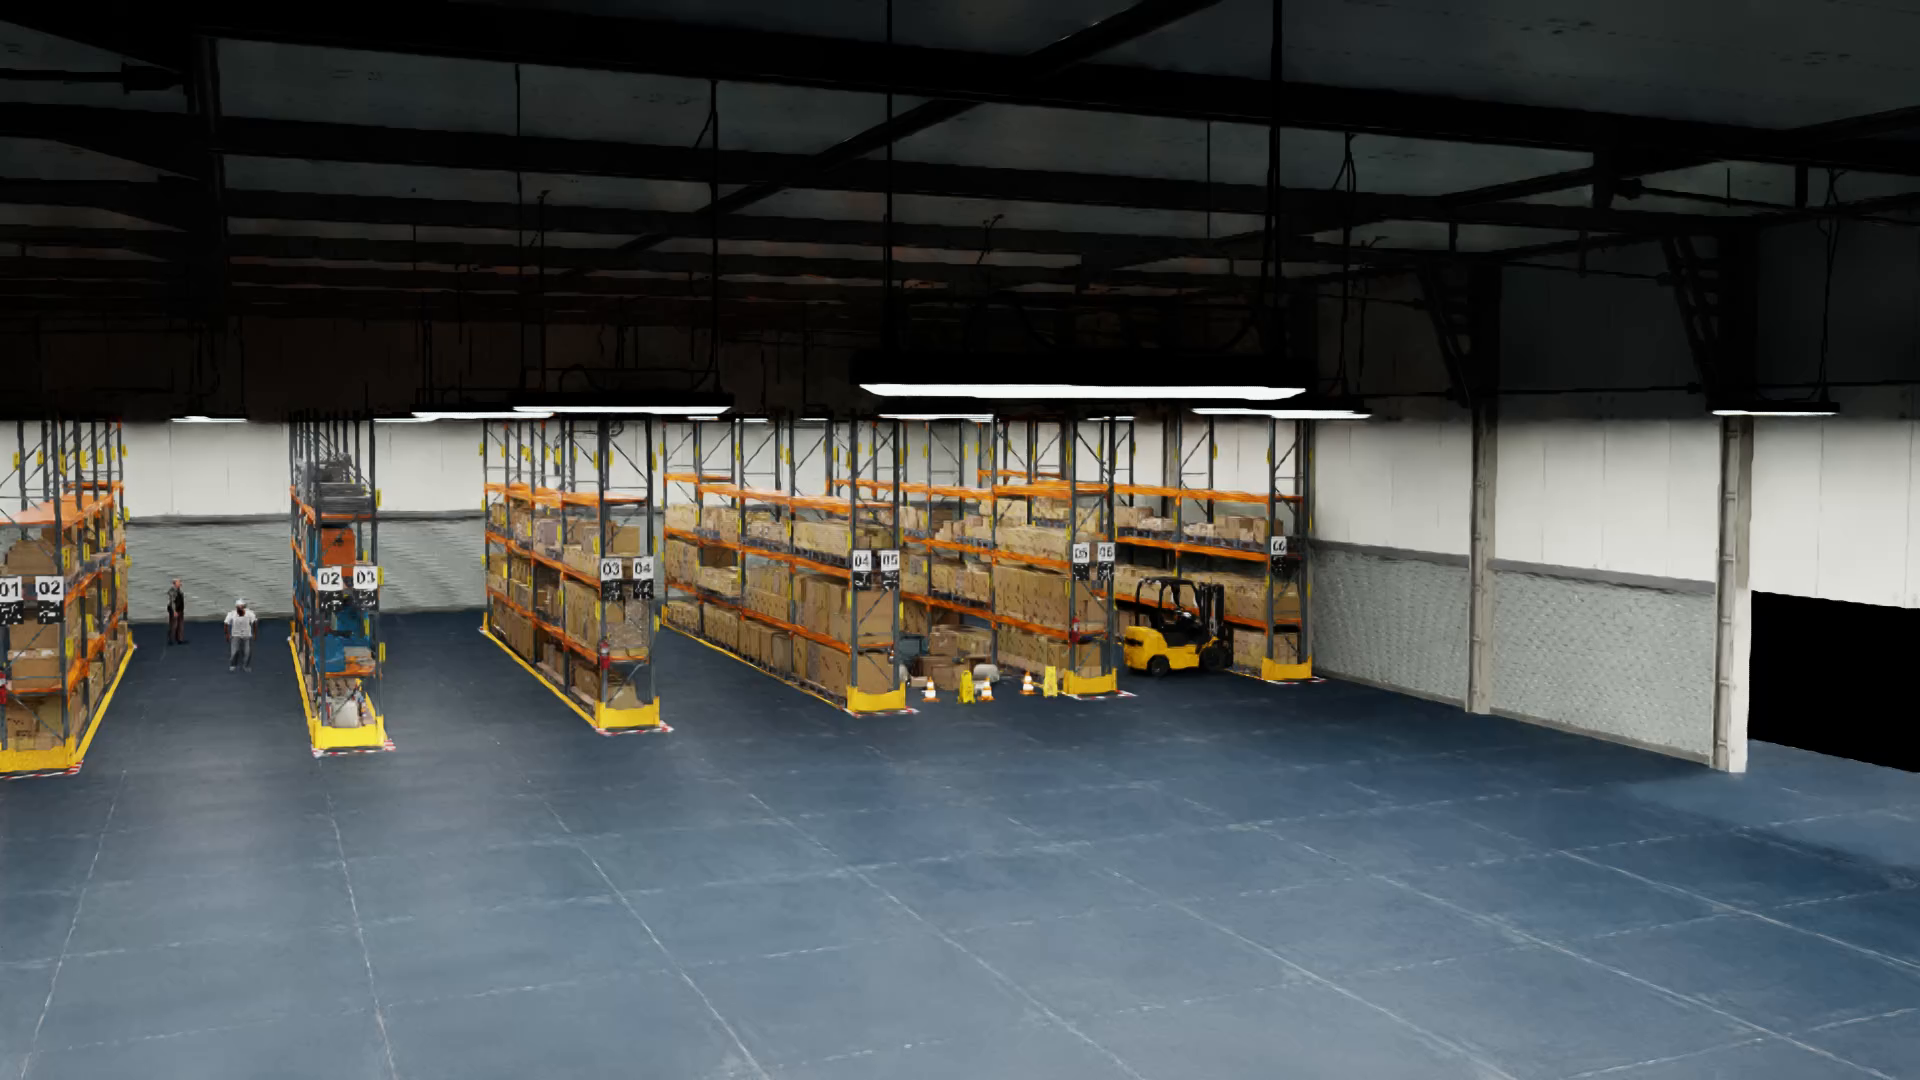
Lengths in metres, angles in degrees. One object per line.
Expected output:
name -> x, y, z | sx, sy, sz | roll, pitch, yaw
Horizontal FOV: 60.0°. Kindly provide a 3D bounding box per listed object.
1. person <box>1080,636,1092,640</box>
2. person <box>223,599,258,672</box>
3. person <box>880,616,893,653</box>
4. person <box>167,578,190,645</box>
person -> 2.909, 2.140, 39.277 | 0.546, 1.644, 0.592 | 1, 4, 9
person -> -16.525, 2.198, 38.209 | 0.719, 1.714, 0.572 | -2, 4, -25
person -> -1.905, 1.934, 41.604 | 0.593, 1.719, 0.652 | 0, 4, 2
person -> -20.250, 1.838, 42.988 | 0.427, 1.725, 0.616 | 0, 4, -3
